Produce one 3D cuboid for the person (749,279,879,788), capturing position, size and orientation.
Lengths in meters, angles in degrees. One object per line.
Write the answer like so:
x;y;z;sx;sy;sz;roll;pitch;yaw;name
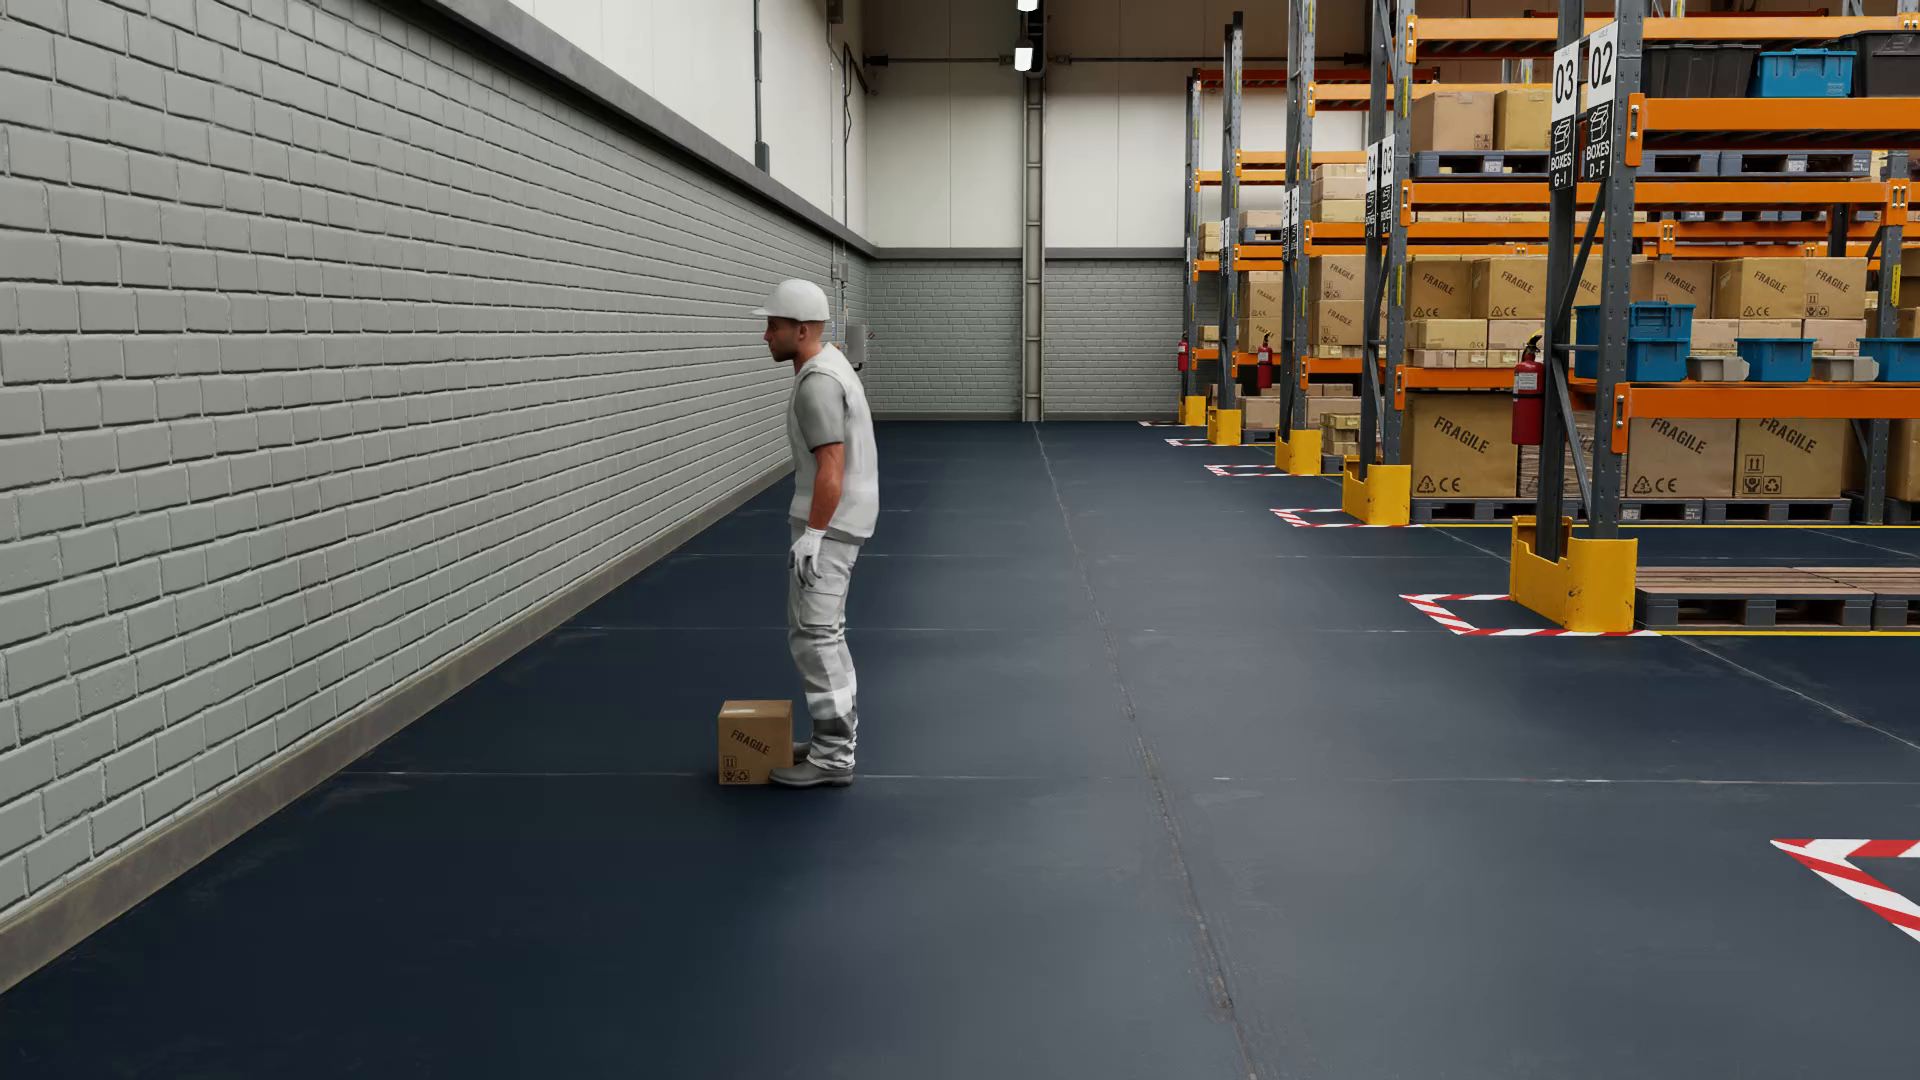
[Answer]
-0.510;-0.025;5.900;0.448;1.780;0.619;0;7;-2;person
